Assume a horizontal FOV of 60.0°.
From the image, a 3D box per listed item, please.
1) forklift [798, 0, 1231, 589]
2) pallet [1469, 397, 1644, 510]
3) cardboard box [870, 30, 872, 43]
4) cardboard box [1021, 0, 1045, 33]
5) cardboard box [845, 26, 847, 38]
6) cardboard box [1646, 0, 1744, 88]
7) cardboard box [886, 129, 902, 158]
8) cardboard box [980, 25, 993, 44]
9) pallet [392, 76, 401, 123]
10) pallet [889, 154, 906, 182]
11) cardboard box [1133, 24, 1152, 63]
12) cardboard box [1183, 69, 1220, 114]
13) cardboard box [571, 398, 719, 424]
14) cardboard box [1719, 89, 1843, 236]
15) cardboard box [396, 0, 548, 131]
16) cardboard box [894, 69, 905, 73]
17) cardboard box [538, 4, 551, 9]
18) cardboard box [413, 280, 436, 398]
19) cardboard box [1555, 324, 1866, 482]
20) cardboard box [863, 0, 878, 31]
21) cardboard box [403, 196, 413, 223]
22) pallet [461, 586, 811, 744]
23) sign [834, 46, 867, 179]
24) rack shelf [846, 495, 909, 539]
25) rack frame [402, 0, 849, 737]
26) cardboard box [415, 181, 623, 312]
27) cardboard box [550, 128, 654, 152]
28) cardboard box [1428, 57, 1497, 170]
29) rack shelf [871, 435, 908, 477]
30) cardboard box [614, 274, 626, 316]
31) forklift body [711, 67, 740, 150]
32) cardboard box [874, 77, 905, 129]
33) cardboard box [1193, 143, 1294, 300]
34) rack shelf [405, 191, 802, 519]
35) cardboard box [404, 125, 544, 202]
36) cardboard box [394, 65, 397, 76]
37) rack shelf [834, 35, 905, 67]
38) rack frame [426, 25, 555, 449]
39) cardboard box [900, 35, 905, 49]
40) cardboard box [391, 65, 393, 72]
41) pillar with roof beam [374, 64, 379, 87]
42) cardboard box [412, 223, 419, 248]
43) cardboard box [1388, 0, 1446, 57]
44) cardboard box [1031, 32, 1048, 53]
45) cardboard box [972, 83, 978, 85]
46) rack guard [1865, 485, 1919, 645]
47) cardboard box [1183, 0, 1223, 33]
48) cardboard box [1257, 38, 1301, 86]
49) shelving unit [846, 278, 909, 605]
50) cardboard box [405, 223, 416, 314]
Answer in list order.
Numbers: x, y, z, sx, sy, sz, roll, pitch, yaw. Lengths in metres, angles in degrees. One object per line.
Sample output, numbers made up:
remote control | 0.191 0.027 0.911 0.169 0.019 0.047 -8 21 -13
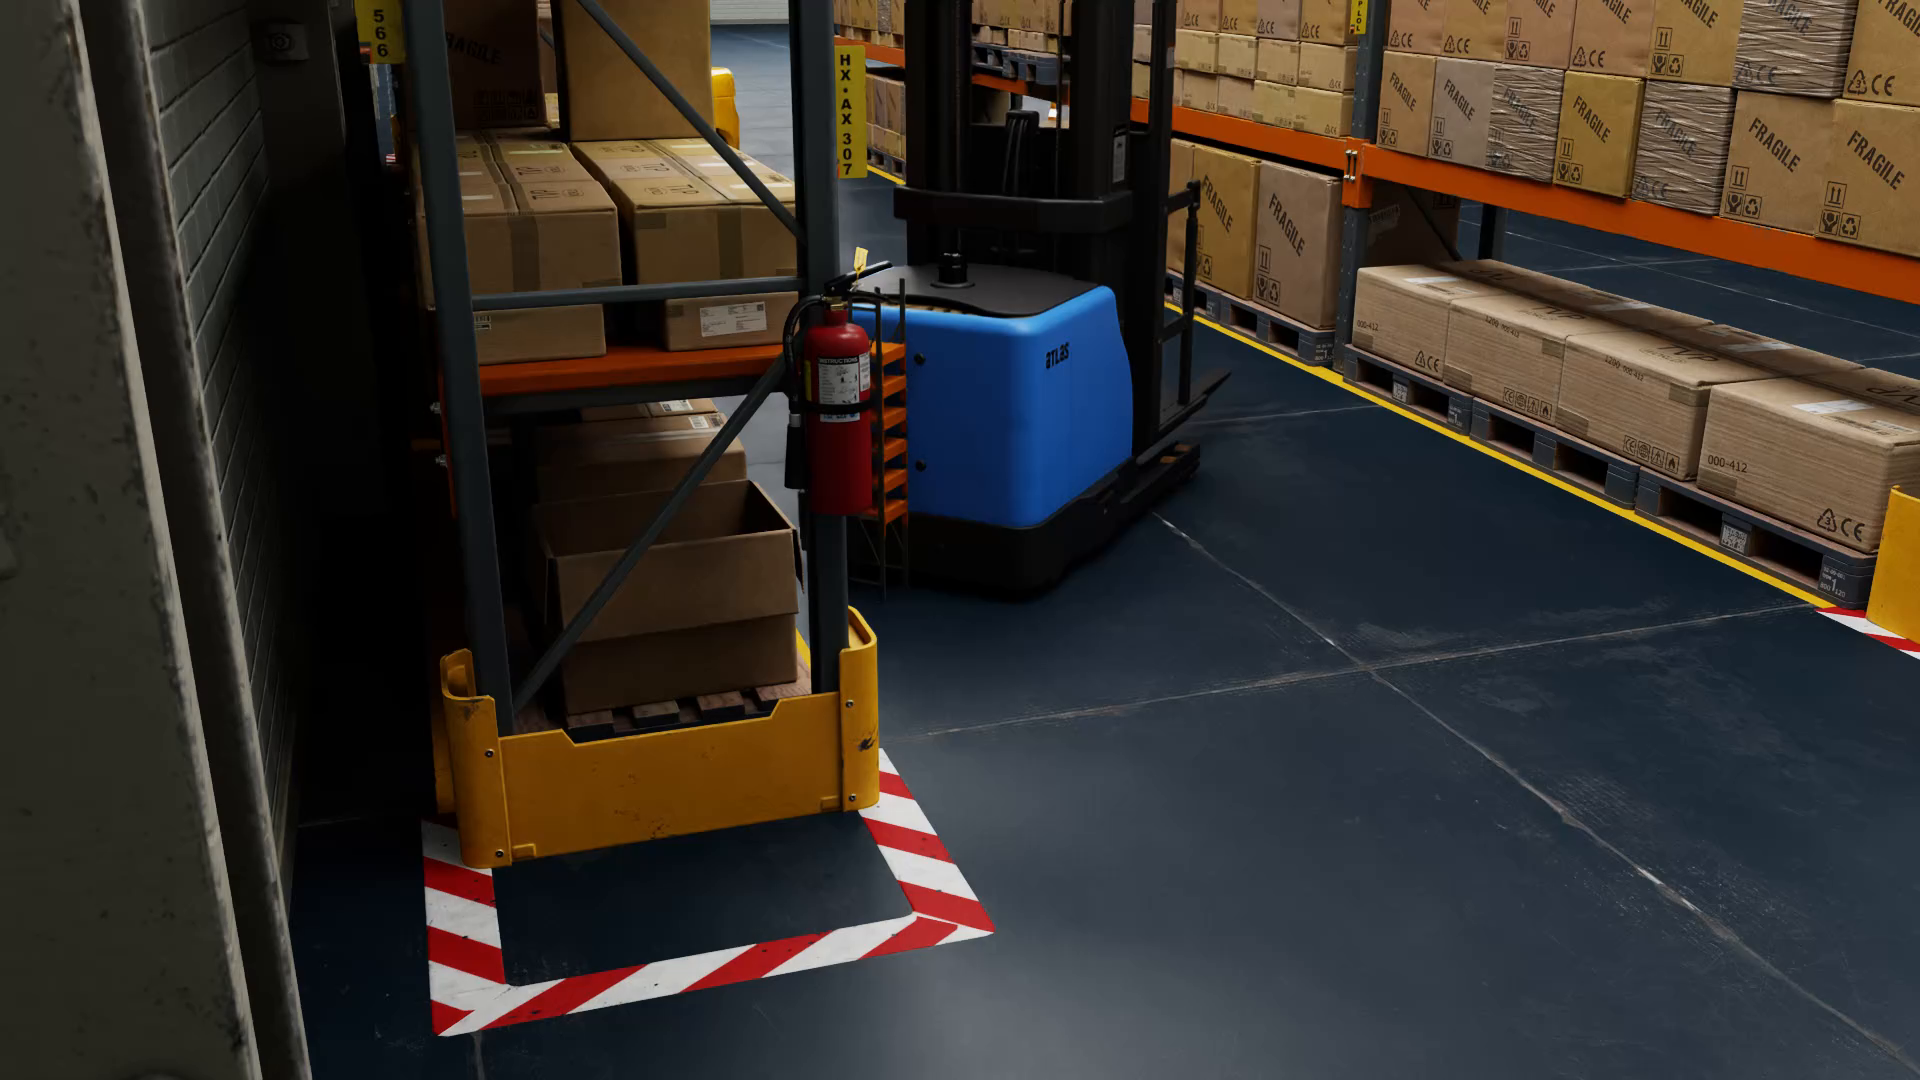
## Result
forklift | 0.461 -1.654 7.186 1.130 2.935 3.031 9 22 24
pallet | 3.204 -0.471 7.916 1.003 0.211 1.213 -6 21 -17
cardboard box | -0.766 -5.525 18.232 0.380 0.149 0.250 -7 21 -19
cardboard box | 0.816 -4.378 13.457 0.500 0.500 0.500 -7 21 -18
cardboard box | -1.110 -5.856 19.156 0.380 0.149 0.250 -7 21 -19
cardboard box | 3.188 -2.115 6.741 0.500 0.500 0.500 -6 21 -17
cardboard box | -0.480 -4.230 17.702 0.500 0.250 0.500 -7 21 -19
cardboard box | 0.395 -4.443 14.598 0.380 0.149 0.250 -6 20 -15
pallet | -3.036 -2.883 10.789 1.213 0.211 1.003 -6 21 -17
pallet | -0.107 -3.895 17.448 1.003 0.211 1.213 -6 21 -17
cardboard box | 1.482 -3.522 11.766 0.500 0.250 0.500 -6 21 -16
cardboard box | 1.806 -2.967 10.963 0.500 0.250 0.500 -6 21 -17
cardboard box | -1.206 -0.302 6.397 0.500 0.500 0.500 -6 21 -16
cardboard box | 3.363 -1.481 6.454 0.500 0.500 0.500 -7 21 -18
cardboard box | -1.843 -1.816 6.207 0.500 0.500 0.500 -7 21 -19
cardboard box | -0.453 -5.139 19.124 0.500 0.500 0.500 -6 21 -15
cardboard box | -2.408 -2.741 9.342 0.700 0.500 0.500 -6 21 -17
cardboard box | -2.493 -1.047 8.470 0.500 0.500 0.500 -6 21 -17
cardboard box | 3.312 -0.630 7.403 0.875 0.438 0.875 -6 21 -16
cardboard box | -0.739 -5.793 18.019 0.500 0.500 0.500 -7 21 -18
cardboard box | -3.238 -2.053 10.311 0.380 0.149 0.250 -7 21 -20
pallet | -1.077 0.416 5.445 1.003 0.211 1.213 -6 21 -17
sign | -0.286 -1.081 4.208 0.100 0.325 0.005 -6 21 -17
rack shelf | -0.347 -0.098 6.257 0.258 0.103 0.180 9 22 24
rack frame | -0.801 -0.616 4.194 1.000 3.000 0.127 -6 21 -17
cardboard box | -1.198 -0.805 4.501 0.500 0.250 0.500 -6 21 -16
cardboard box | -1.190 -1.345 6.007 0.500 0.250 0.500 -7 21 -19
cardboard box | 2.706 -2.135 8.275 0.500 0.500 0.500 -6 21 -17
rack shelf | -0.347 -0.324 6.176 0.258 0.103 0.180 9 22 24
cardboard box | -0.883 -0.790 5.049 0.380 0.149 0.250 -7 21 -18
forklift body | -3.502 -4.936 17.478 2.313 2.155 1.214 -6 21 -17
cardboard box | -0.626 -4.740 18.012 0.500 0.500 0.500 -5 20 -14
cardboard box | 2.090 -2.105 10.862 0.875 0.875 0.875 -6 21 -16
rack shelf | -1.430 -0.919 6.102 1.077 0.370 4.000 -6 21 -17
cardboard box | -1.835 -1.455 6.313 0.500 0.250 0.500 -6 21 -16
cardboard box | -3.700 -3.230 11.693 0.500 0.250 0.500 -7 21 -18
rack shelf | -0.491 -5.299 18.295 1.077 0.370 4.000 -6 21 -17
rack frame | -2.058 -1.900 7.768 1.000 3.000 0.127 -6 21 -17
cardboard box | -0.410 -5.201 17.330 0.380 0.149 0.250 -7 21 -18
cardboard box | -4.675 -4.208 14.415 0.500 0.250 0.500 -6 21 -16
pillar with roof beam | -6.152 -12.563 28.581 9.100 9.000 0.400 -6 21 -17
cardboard box | -1.633 -0.983 5.587 0.380 0.149 0.250 -6 21 -17
cardboard box | 2.572 -2.767 8.556 0.500 0.500 0.500 -6 21 -17
cardboard box | 0.794 -4.026 13.438 0.380 0.149 0.250 -7 21 -18
cardboard box | 0.227 -4.822 17.281 0.380 0.149 0.250 -6 21 -16
rack guard | 3.917 0.040 6.067 1.175 0.500 0.348 -6 21 -17
cardboard box | 1.787 -3.557 10.755 0.500 0.500 0.500 -6 21 -16
cardboard box | 2.119 -2.868 9.946 0.500 0.250 0.500 -6 21 -16
shelving unit | -0.347 -0.366 6.161 0.258 1.200 0.189 9 22 24
cardboard box | -3.148 -1.710 10.317 0.500 0.500 0.500 -5 20 -14
